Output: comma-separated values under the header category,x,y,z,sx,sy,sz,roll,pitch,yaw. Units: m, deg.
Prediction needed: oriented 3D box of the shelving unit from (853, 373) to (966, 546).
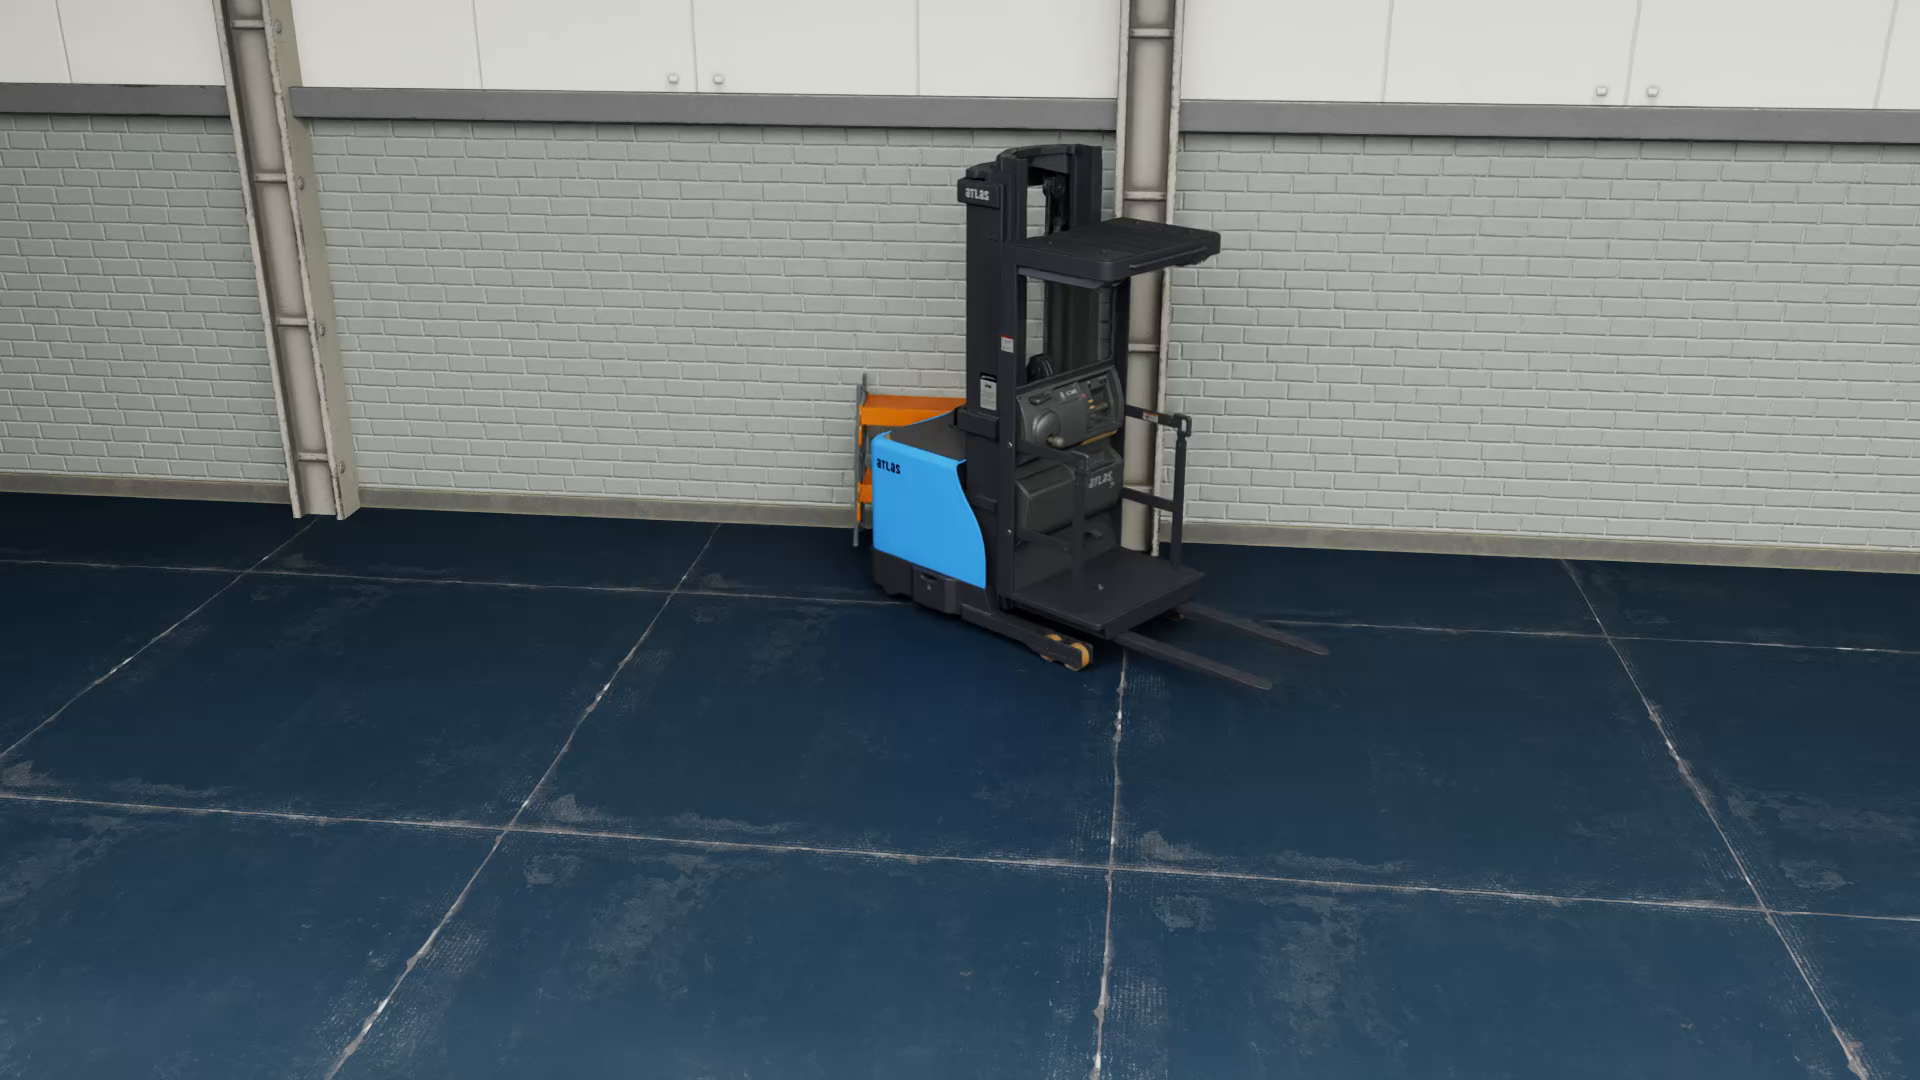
category,x,y,z,sx,sy,sz,roll,pitch,yaw
shelving unit,-0.187,-0.545,11.592,1.048,1.125,0.538,2,15,1

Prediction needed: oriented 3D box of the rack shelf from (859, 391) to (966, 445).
category,x,y,z,sx,sy,sz,roll,pitch,yaw
rack shelf,-0.177,-0.827,11.514,1.000,0.278,0.538,2,15,1

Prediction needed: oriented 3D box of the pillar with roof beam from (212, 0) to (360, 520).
category,x,y,z,sx,sy,sz,roll,pitch,yaw
pillar with roof beam,-5.251,-2.828,6.852,0.400,9.000,9.100,2,22,6

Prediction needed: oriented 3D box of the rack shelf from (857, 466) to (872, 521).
category,x,y,z,sx,sy,sz,roll,pitch,yaw
rack shelf,-0.196,-0.309,11.656,1.000,0.278,0.538,2,15,1

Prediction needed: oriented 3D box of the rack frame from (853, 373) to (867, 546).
category,x,y,z,sx,sy,sz,roll,pitch,yaw
rack frame,-0.695,-0.566,11.603,0.032,1.125,0.500,2,15,1

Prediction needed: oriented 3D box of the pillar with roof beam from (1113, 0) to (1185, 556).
category,x,y,z,sx,sy,sz,roll,pitch,yaw
pillar with roof beam,0.707,-2.568,6.196,0.400,9.000,9.100,2,22,6

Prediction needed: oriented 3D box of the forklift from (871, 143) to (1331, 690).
category,x,y,z,sx,sy,sz,roll,pitch,yaw
forklift,0.831,-0.795,9.964,3.031,2.935,1.130,19,28,39
